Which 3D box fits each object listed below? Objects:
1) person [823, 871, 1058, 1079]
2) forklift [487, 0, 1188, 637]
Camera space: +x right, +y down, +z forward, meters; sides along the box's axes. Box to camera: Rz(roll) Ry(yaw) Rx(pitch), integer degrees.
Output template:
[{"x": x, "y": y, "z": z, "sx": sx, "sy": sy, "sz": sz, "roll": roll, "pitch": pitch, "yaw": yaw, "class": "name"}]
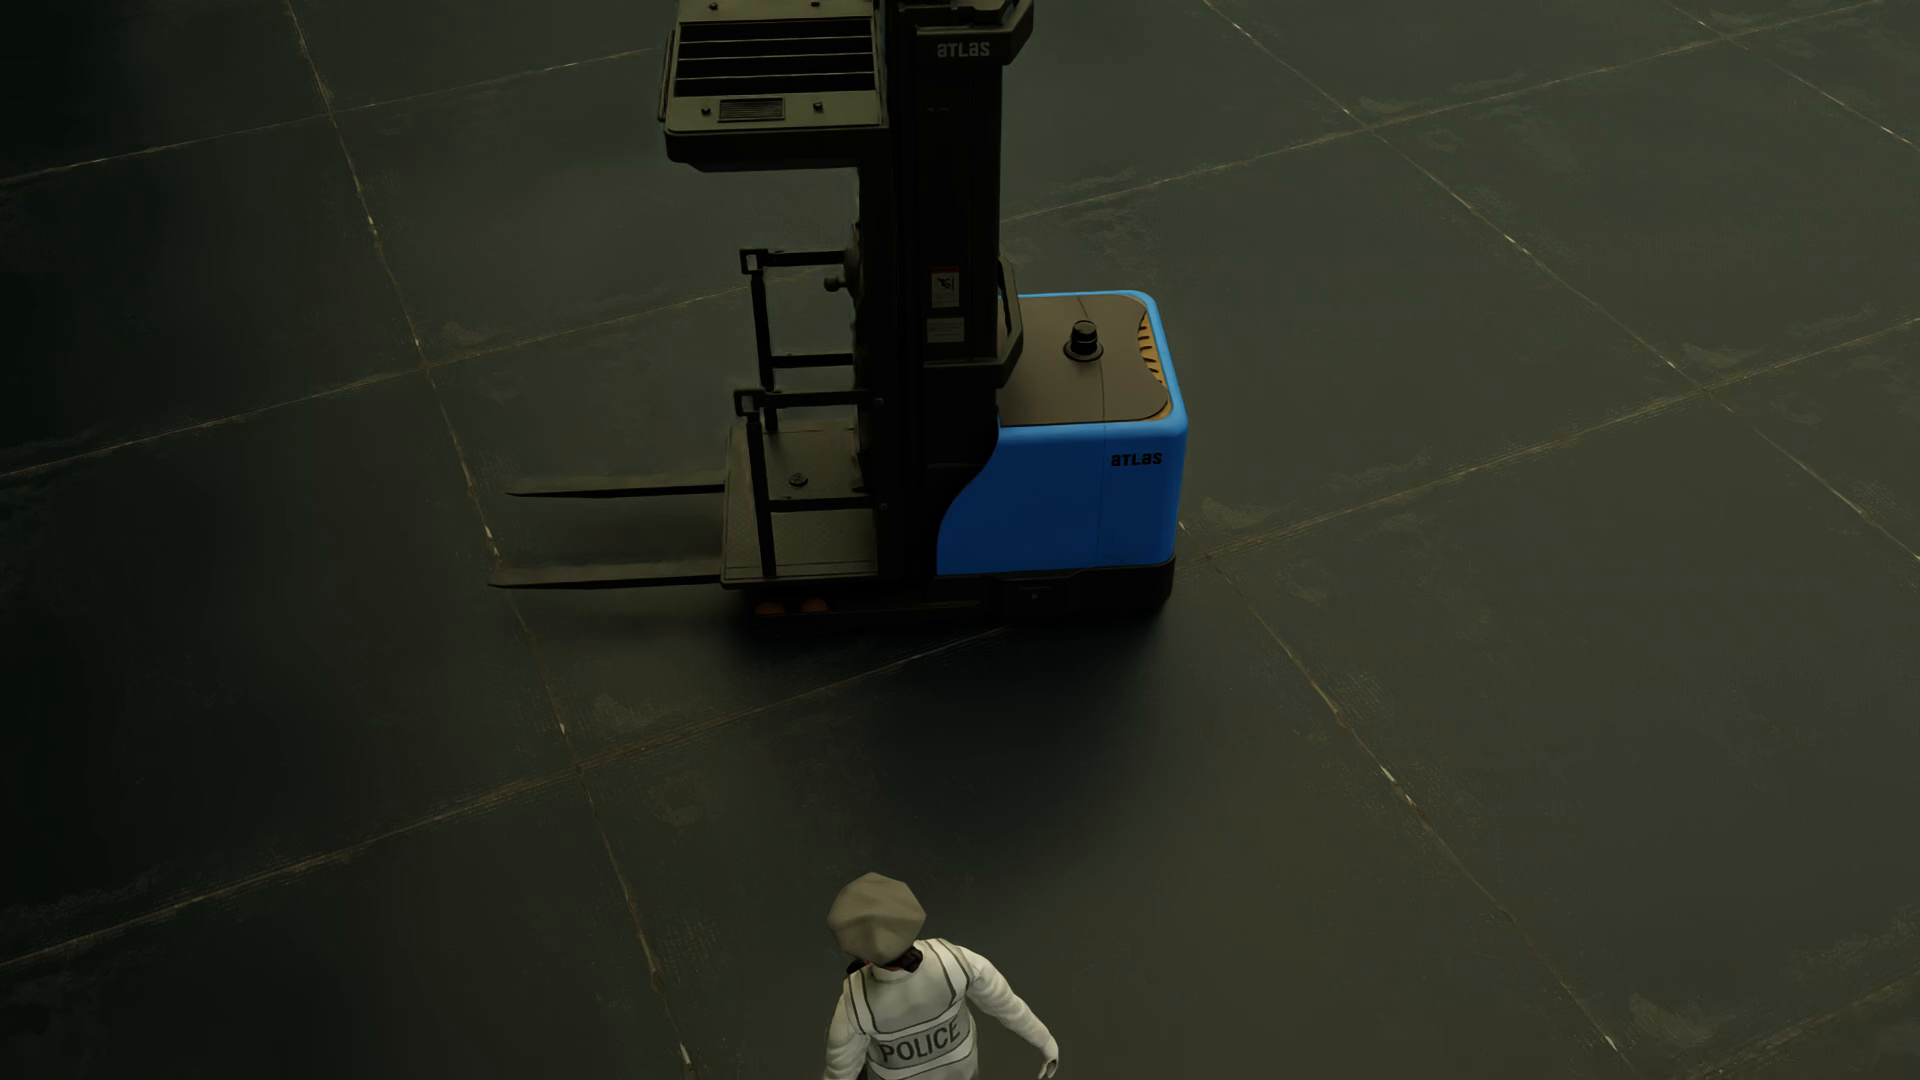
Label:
[{"x": -0.095, "y": 1.622, "z": 4.958, "sx": 0.813, "sy": 1.648, "sz": 0.452, "roll": -13, "pitch": 45, "yaw": -13, "class": "person"}, {"x": -0.590, "y": -1.016, "z": 6.768, "sx": 3.031, "sy": 2.935, "sz": 1.130, "roll": -3, "pitch": 43, "yaw": -3, "class": "forklift"}]
